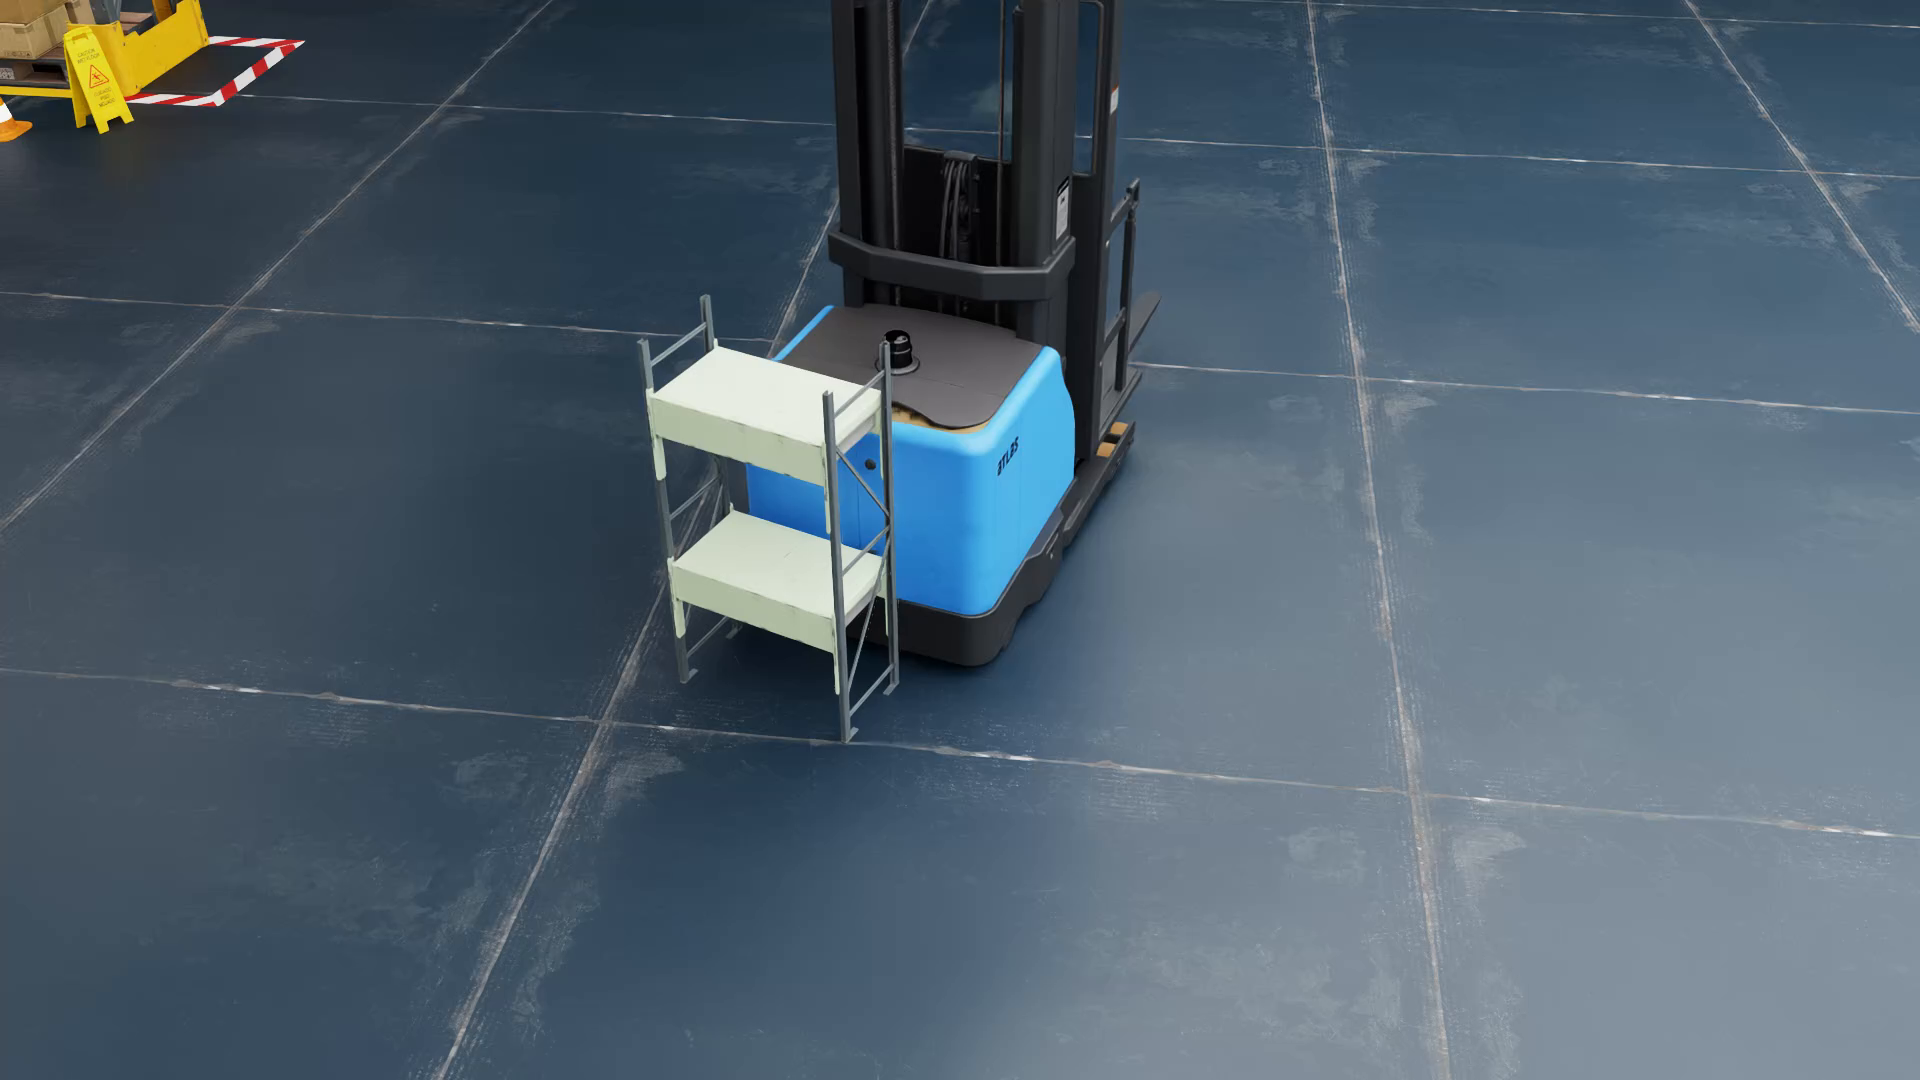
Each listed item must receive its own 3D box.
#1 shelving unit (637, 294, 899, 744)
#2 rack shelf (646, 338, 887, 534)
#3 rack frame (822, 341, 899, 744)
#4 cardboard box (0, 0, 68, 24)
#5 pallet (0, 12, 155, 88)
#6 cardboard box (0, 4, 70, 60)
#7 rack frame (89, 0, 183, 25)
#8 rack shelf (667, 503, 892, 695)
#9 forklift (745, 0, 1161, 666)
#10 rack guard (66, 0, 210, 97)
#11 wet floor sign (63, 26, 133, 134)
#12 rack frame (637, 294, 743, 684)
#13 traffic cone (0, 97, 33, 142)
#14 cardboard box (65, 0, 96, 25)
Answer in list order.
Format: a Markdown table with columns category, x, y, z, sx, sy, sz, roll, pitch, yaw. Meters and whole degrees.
| category | x | y | z | sx | sy | sz | roll | pitch | yaw |
| --- | --- | --- | --- | --- | --- | --- | --- | --- | --- |
| shelving unit | -0.663 | -0.055 | 6.036 | 0.755 | 1.500 | 0.431 | 17 | 39 | 22 |
| rack shelf | -0.663 | -0.373 | 5.809 | 0.720 | 0.370 | 0.431 | 17 | 39 | 22 |
| rack frame | -0.339 | 0.044 | 5.897 | 0.023 | 1.500 | 0.400 | 17 | 39 | 22 |
| cardboard box | -6.615 | -3.907 | 11.503 | 0.500 | 0.500 | 0.500 | 4 | 36 | 6 |
| pallet | -6.664 | -3.593 | 12.102 | 1.213 | 0.211 | 1.003 | 4 | 36 | 6 |
| cardboard box | -6.647 | -3.600 | 11.717 | 0.500 | 0.250 | 0.500 | 4 | 36 | 6 |
| rack frame | -5.787 | -4.641 | 11.171 | 0.127 | 3.000 | 1.000 | 4 | 36 | 6 |
| rack shelf | -0.663 | 0.210 | 6.225 | 0.720 | 0.370 | 0.431 | 17 | 39 | 22 |
| forklift | 0.175 | -1.557 | 6.909 | 1.130 | 2.935 | 3.031 | 13 | 38 | 17 |
| rack guard | -5.863 | -3.630 | 11.905 | 0.348 | 0.500 | 1.175 | 4 | 36 | 6 |
| wet floor sign | -5.735 | -3.053 | 10.972 | 0.232 | 0.644 | 0.267 | 17 | 39 | 22 |
| rack frame | -0.986 | -0.154 | 6.175 | 0.023 | 1.500 | 0.400 | 17 | 39 | 22 |
| traffic cone | -6.378 | -2.897 | 10.911 | 0.334 | 0.463 | 0.336 | 4 | 36 | 6 |
| cardboard box | -6.552 | -3.912 | 12.155 | 0.500 | 0.250 | 0.500 | 4 | 36 | 6 |
